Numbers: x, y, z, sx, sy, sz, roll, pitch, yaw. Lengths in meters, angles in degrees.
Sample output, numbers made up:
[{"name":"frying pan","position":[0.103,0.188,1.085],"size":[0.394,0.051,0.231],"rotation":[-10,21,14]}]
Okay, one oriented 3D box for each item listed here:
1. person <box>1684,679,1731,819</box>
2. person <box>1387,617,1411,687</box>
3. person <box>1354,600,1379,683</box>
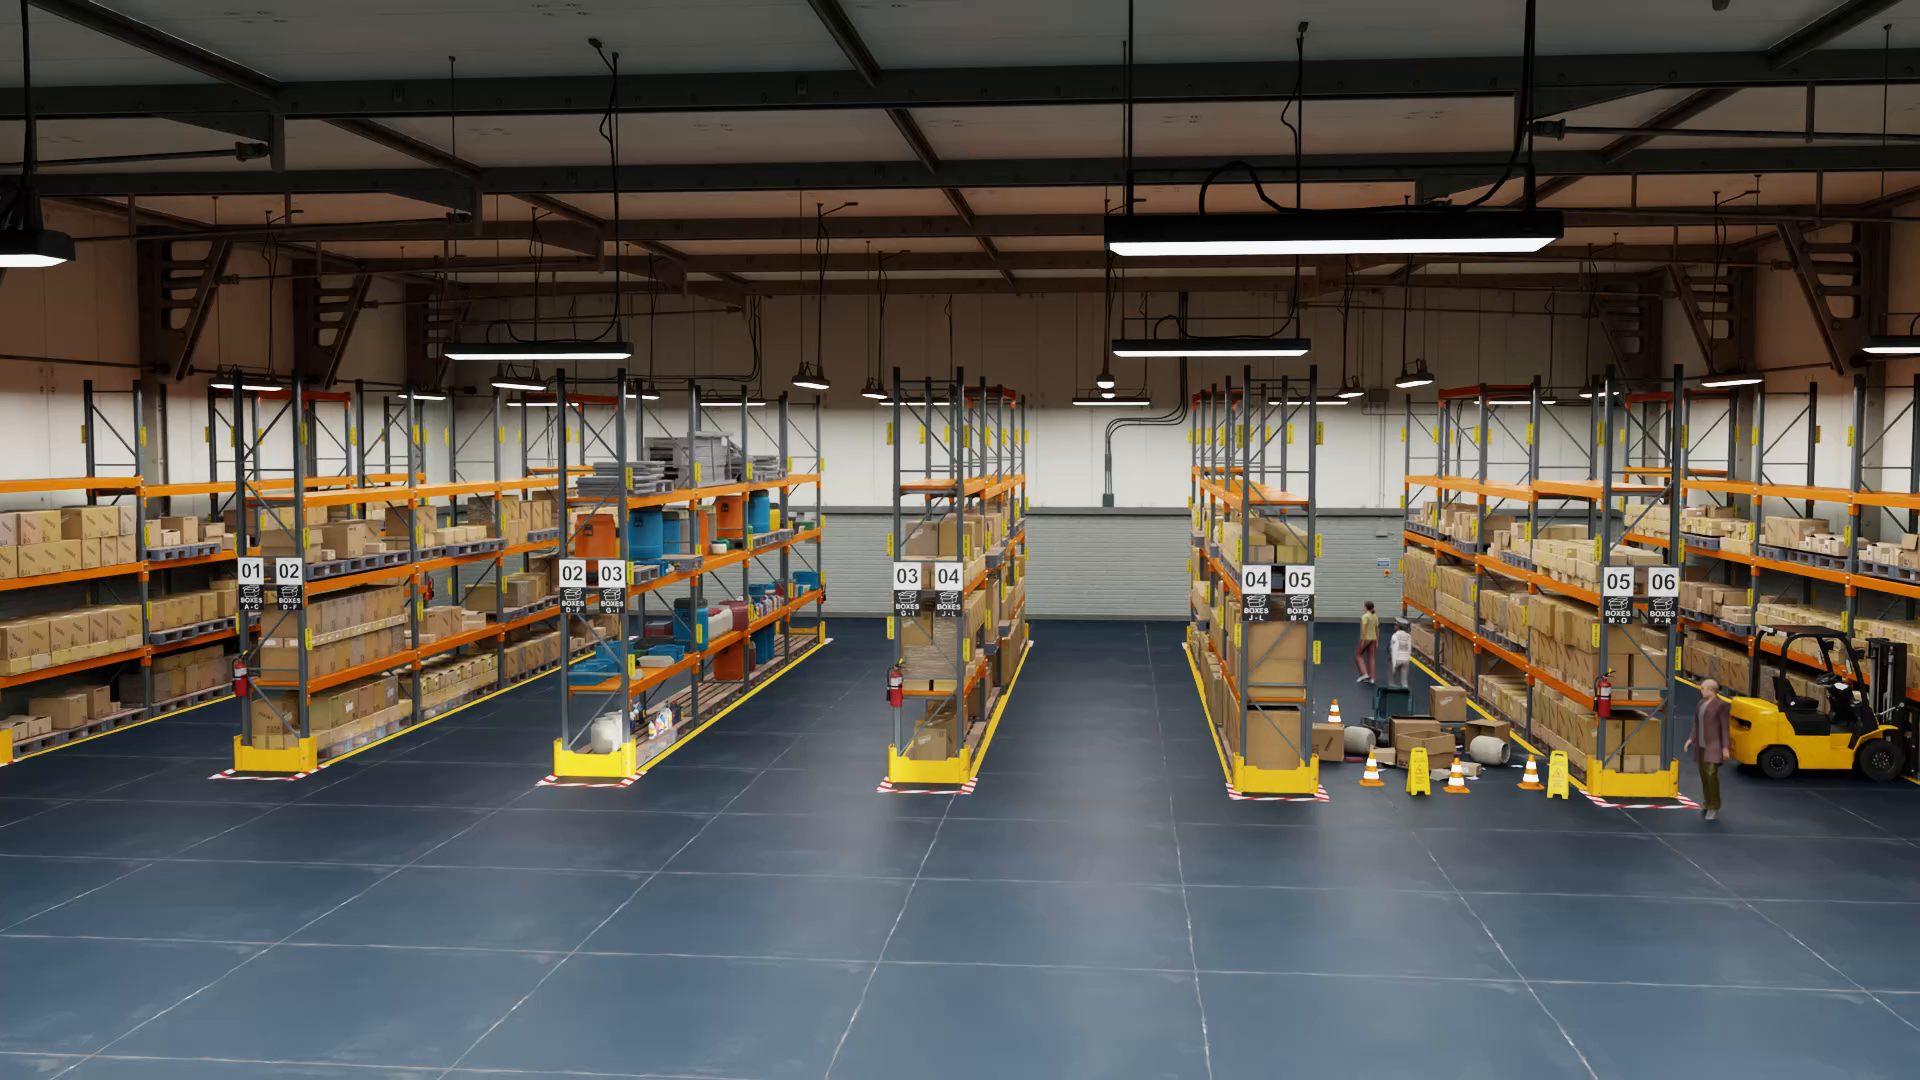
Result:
[{"name":"person","position":[9.931,2.775,22.065],"size":[0.507,1.861,0.636],"rotation":[-1,4,-17]},{"name":"person","position":[8.098,2.289,30.543],"size":[0.469,1.729,0.592],"rotation":[0,4,-6]},{"name":"person","position":[8.306,2.067,33.824],"size":[0.476,1.671,0.431],"rotation":[-2,4,-24]}]
